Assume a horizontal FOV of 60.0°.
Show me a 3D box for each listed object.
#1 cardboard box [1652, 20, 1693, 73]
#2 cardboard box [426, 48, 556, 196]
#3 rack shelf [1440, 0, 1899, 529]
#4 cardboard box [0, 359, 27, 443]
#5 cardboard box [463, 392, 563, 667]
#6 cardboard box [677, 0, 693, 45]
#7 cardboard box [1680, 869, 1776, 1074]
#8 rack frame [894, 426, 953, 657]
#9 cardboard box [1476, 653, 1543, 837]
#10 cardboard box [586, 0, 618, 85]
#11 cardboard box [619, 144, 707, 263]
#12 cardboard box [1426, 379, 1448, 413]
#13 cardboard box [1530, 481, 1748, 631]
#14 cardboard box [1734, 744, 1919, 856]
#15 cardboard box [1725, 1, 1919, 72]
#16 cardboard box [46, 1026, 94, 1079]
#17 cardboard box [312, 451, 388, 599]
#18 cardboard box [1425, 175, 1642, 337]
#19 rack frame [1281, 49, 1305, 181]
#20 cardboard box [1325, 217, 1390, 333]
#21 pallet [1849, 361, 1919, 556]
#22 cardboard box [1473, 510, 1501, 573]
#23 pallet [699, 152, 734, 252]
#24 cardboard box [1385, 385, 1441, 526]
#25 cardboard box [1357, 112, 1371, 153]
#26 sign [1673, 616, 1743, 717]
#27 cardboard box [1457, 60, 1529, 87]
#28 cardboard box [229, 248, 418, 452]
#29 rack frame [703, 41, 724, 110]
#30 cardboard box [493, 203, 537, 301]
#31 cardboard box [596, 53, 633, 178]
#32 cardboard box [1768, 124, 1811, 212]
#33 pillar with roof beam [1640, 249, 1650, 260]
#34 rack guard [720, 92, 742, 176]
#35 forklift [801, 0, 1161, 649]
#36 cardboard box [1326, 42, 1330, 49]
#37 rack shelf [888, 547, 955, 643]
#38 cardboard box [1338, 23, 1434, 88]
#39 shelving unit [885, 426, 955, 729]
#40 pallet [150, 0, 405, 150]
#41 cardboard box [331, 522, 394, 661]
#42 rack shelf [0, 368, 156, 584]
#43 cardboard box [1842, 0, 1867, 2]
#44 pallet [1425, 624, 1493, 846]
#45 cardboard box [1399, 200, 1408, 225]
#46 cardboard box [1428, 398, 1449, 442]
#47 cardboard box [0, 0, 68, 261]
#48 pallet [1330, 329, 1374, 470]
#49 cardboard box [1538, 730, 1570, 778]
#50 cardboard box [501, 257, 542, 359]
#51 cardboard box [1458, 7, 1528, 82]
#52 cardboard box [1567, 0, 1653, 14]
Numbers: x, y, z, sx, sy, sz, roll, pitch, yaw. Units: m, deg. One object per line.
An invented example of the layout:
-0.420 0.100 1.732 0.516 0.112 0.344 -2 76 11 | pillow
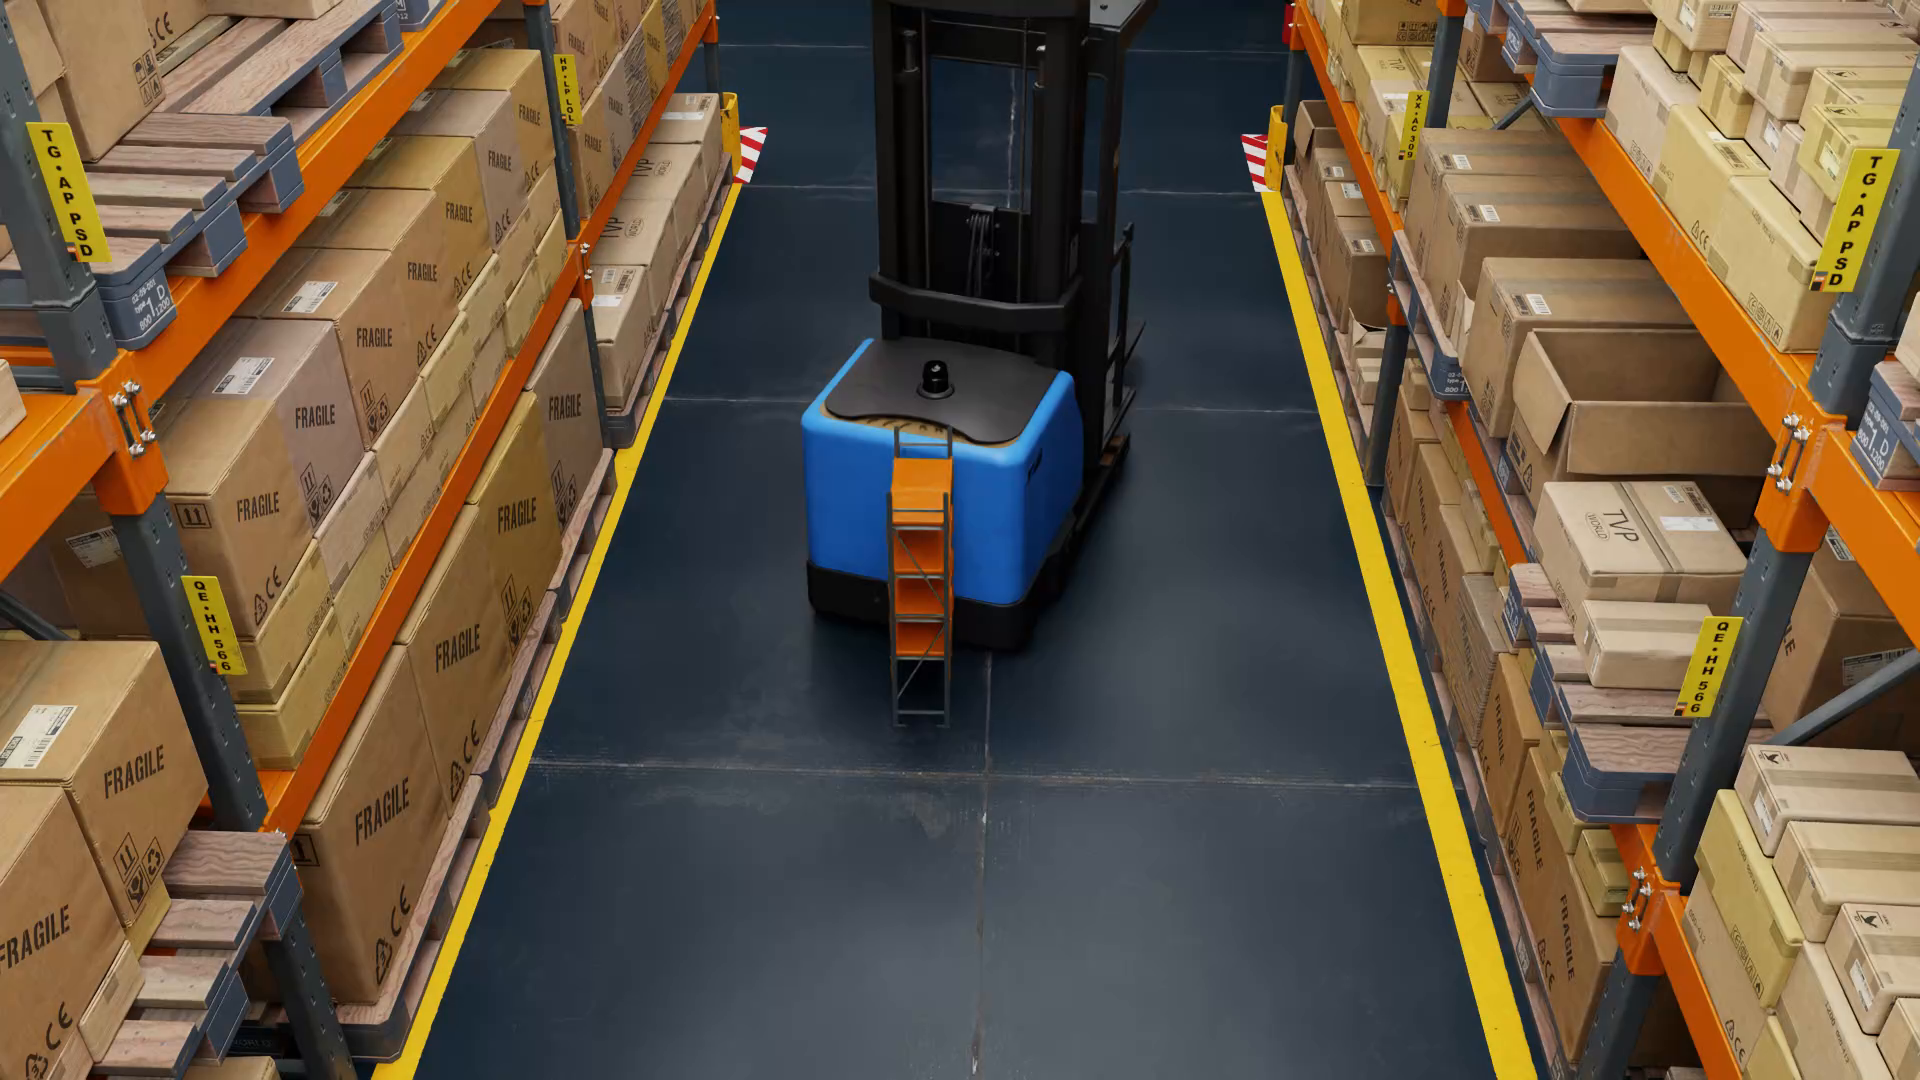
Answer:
2.303 -1.502 4.954 0.380 0.149 0.250 2 35 3 | cardboard box
-2.115 -1.824 7.280 0.500 0.500 0.500 2 35 3 | cardboard box
2.532 -1.308 5.519 1.077 0.370 4.000 1 35 2 | rack shelf
-2.311 -0.277 3.645 0.380 0.149 0.250 1 35 2 | cardboard box
-2.321 -0.061 7.211 0.875 0.875 0.875 2 35 3 | cardboard box
-1.977 -3.404 10.398 0.500 0.500 0.500 1 35 1 | cardboard box
2.190 1.085 4.228 0.500 0.250 0.500 1 35 2 | cardboard box
-0.151 0.029 7.166 0.240 1.200 0.015 1 35 1 | rack frame
2.303 0.789 6.327 0.500 0.500 0.500 3 35 4 | cardboard box
-2.060 -2.644 8.447 0.500 0.500 0.500 1 35 1 | cardboard box
-2.142 -2.150 10.564 0.875 0.438 0.875 2 35 3 | cardboard box
2.369 -0.710 7.637 0.380 0.149 0.250 0 35 0 | cardboard box
2.171 0.050 5.335 0.500 0.250 0.500 0 35 0 | cardboard box
2.145 0.644 4.073 0.380 0.149 0.250 2 35 3 | cardboard box
2.298 -1.328 4.448 0.380 0.149 0.250 1 35 1 | cardboard box
-2.208 1.233 3.741 0.380 0.149 0.250 0 35 0 | cardboard box
-2.219 -0.064 5.427 0.500 0.250 0.500 2 35 3 | cardboard box
2.349 -1.166 6.848 0.700 0.500 0.500 2 35 2 | cardboard box
2.773 -3.822 11.079 1.000 3.000 0.127 1 35 2 | rack frame
2.539 -1.535 9.634 0.700 0.500 0.500 0 35 0 | cardboard box
2.514 0.016 3.173 1.213 0.211 1.003 3 35 4 | pallet
2.342 0.013 6.867 0.380 0.149 0.250 3 35 4 | cardboard box
-2.141 -2.332 11.385 1.003 0.211 1.213 1 35 2 | pallet
2.368 -0.400 8.019 0.500 0.500 0.500 3 35 4 | cardboard box
2.368 -2.207 9.001 0.380 0.149 0.250 1 35 1 | cardboard box
1.909 0.326 4.239 0.100 0.325 0.005 1 35 2 | sign
2.938 -2.447 8.995 0.500 0.250 0.500 2 35 3 | cardboard box
-2.198 -0.648 5.607 0.500 0.500 0.500 2 35 3 | cardboard box
-2.187 -3.934 11.239 1.000 3.000 0.127 1 35 2 | rack frame
-2.135 -1.233 7.092 0.500 0.250 0.500 2 35 3 | cardboard box
-2.043 -2.230 8.727 0.500 0.500 0.500 2 35 2 | cardboard box
2.255 -0.912 4.114 0.380 0.149 0.250 1 35 1 | cardboard box
-0.761 -4.457 6.765 9.100 9.000 0.400 1 35 2 | pillar with roof beam
-2.186 -2.925 11.978 1.175 0.500 0.348 1 35 2 | rack guard
0.262 -1.557 7.916 1.130 2.935 3.031 11 37 16 | forklift
2.474 -3.094 10.262 0.380 0.149 0.250 2 35 3 | cardboard box
-0.158 0.224 7.005 0.258 0.148 0.480 1 35 1 | rack shelf
2.449 -2.752 9.429 0.500 0.250 0.500 0 35 1 | cardboard box
-0.158 0.169 6.966 0.258 1.200 0.503 1 35 1 | shelving unit
-2.493 -1.502 5.334 1.003 0.211 1.213 3 35 4 | pallet
-2.234 0.153 5.555 0.500 0.250 0.500 0 35 1 | cardboard box
-2.589 0.878 2.409 1.077 0.370 4.000 1 35 2 | rack shelf
2.733 -1.611 4.849 0.380 0.149 0.250 1 35 2 | cardboard box
2.571 0.788 6.945 1.003 0.211 1.213 1 35 2 | pallet
2.373 -1.610 8.151 0.380 0.149 0.250 2 35 3 | cardboard box
2.398 -0.577 7.707 0.380 0.149 0.250 0 35 1 | cardboard box
-2.644 -0.999 4.000 0.797 0.503 0.637 -1 35 -1 | cardboard box
2.641 -0.777 9.173 1.003 0.211 1.213 1 35 2 | pallet
2.253 0.763 5.801 0.380 0.149 0.250 0 35 0 | cardboard box
-2.135 -1.019 7.221 0.500 0.250 0.500 1 35 1 | cardboard box
2.938 -2.740 8.760 0.500 0.500 0.500 0 35 1 | cardboard box
2.167 -1.815 5.381 0.380 0.149 0.250 2 35 3 | cardboard box
